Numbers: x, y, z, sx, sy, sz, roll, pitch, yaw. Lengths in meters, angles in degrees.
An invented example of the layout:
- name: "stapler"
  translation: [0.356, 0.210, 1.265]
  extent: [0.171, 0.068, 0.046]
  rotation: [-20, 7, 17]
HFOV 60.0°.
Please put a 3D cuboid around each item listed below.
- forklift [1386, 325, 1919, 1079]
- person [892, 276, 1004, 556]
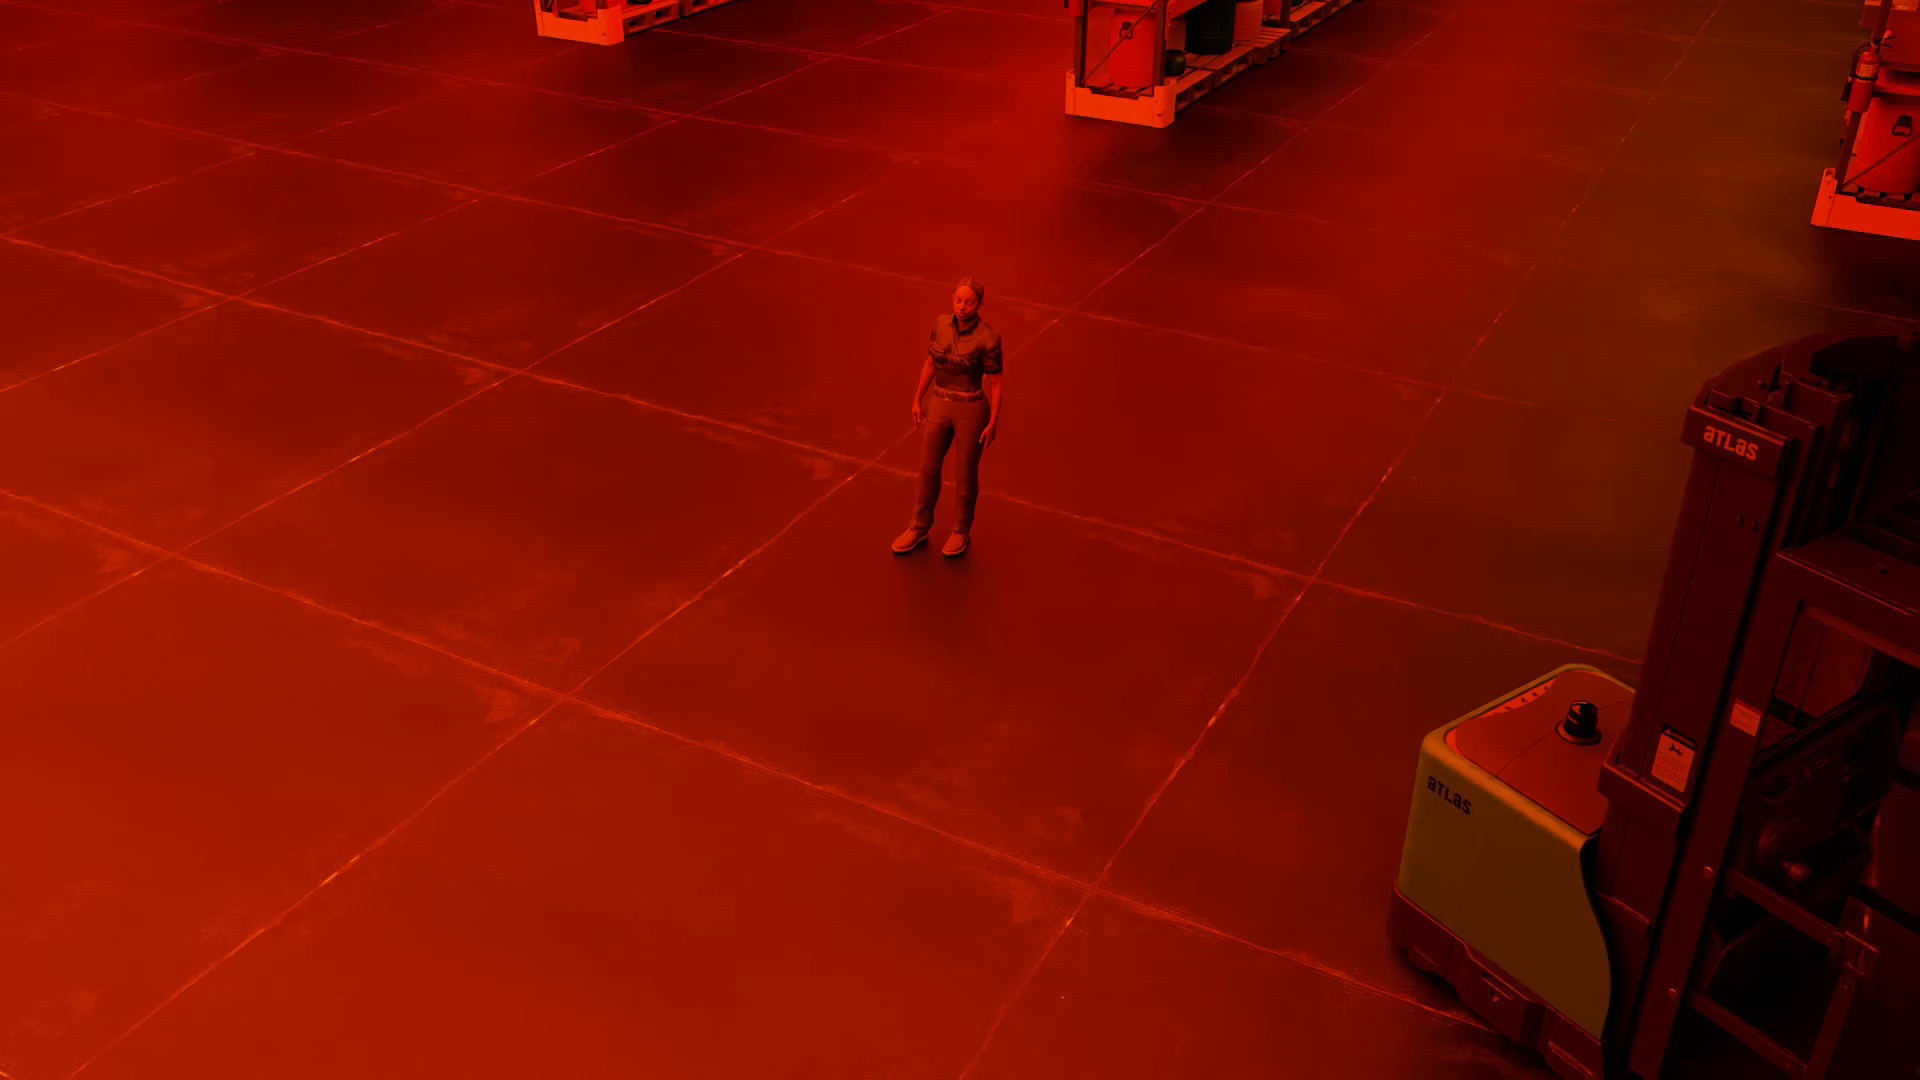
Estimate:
- name: "forklift"
  translation: [3.050, 0.898, 5.514]
  extent: [1.130, 2.935, 3.031]
  rotation: [-19, 35, -30]
- name: "person"
  translation: [-0.060, -0.689, 9.527]
  extent: [0.569, 1.656, 0.503]
  rotation: [15, 33, 25]
